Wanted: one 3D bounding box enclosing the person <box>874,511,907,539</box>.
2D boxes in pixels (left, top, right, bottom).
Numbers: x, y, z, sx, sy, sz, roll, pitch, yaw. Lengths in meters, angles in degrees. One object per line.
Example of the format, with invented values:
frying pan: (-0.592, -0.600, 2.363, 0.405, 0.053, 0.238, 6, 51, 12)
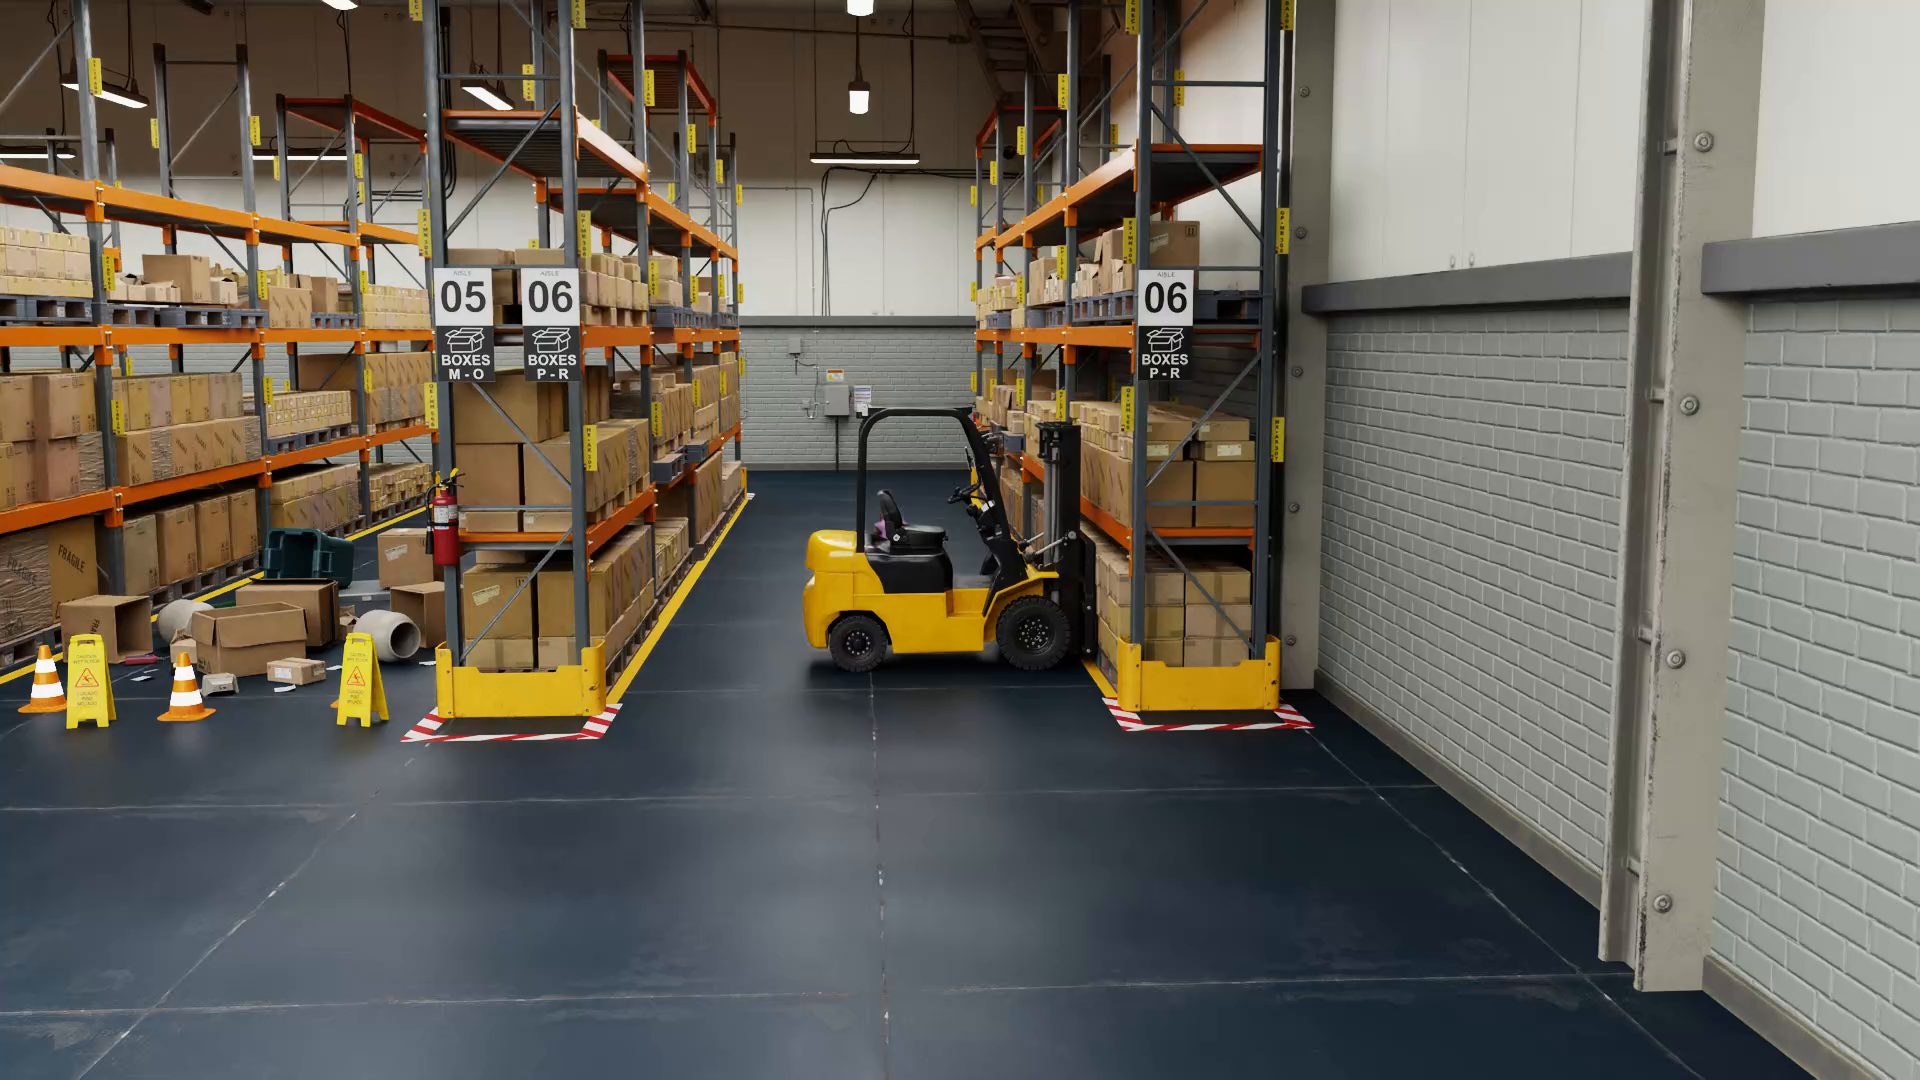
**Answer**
person: (-0.703, 0.112, 17.787, 0.451, 0.895, 0.807, 0, 7, -4)
